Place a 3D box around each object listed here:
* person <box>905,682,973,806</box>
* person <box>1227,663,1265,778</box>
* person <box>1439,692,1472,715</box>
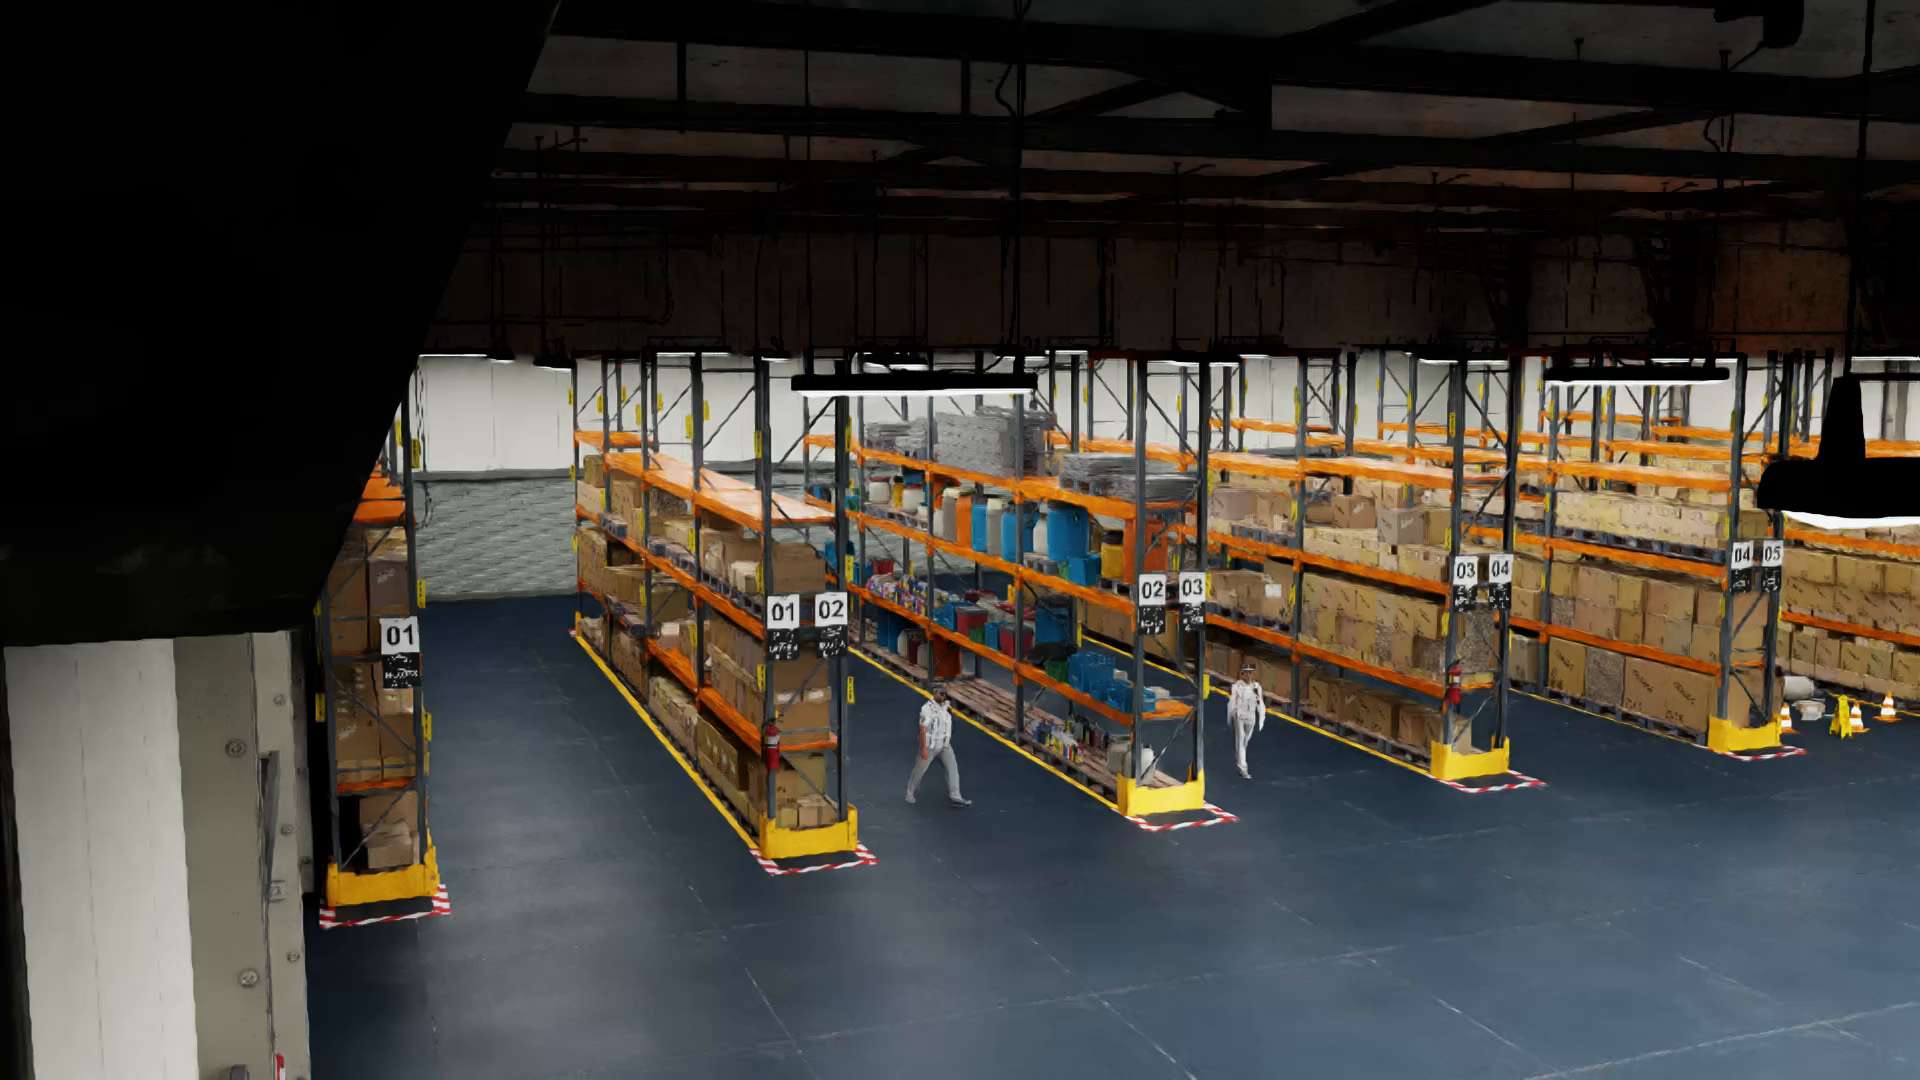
[{"bbox_3d":[-0.323,2.724,22.304,0.585,1.708,0.976,-7,10,-43],"label":"person"},{"bbox_3d":[4.114,2.545,23.880,0.482,1.615,0.997,-1,7,-12],"label":"person"},{"bbox_3d":[7.863,2.285,26.385,0.429,1.540,0.948,-3,8,-22],"label":"person"}]
